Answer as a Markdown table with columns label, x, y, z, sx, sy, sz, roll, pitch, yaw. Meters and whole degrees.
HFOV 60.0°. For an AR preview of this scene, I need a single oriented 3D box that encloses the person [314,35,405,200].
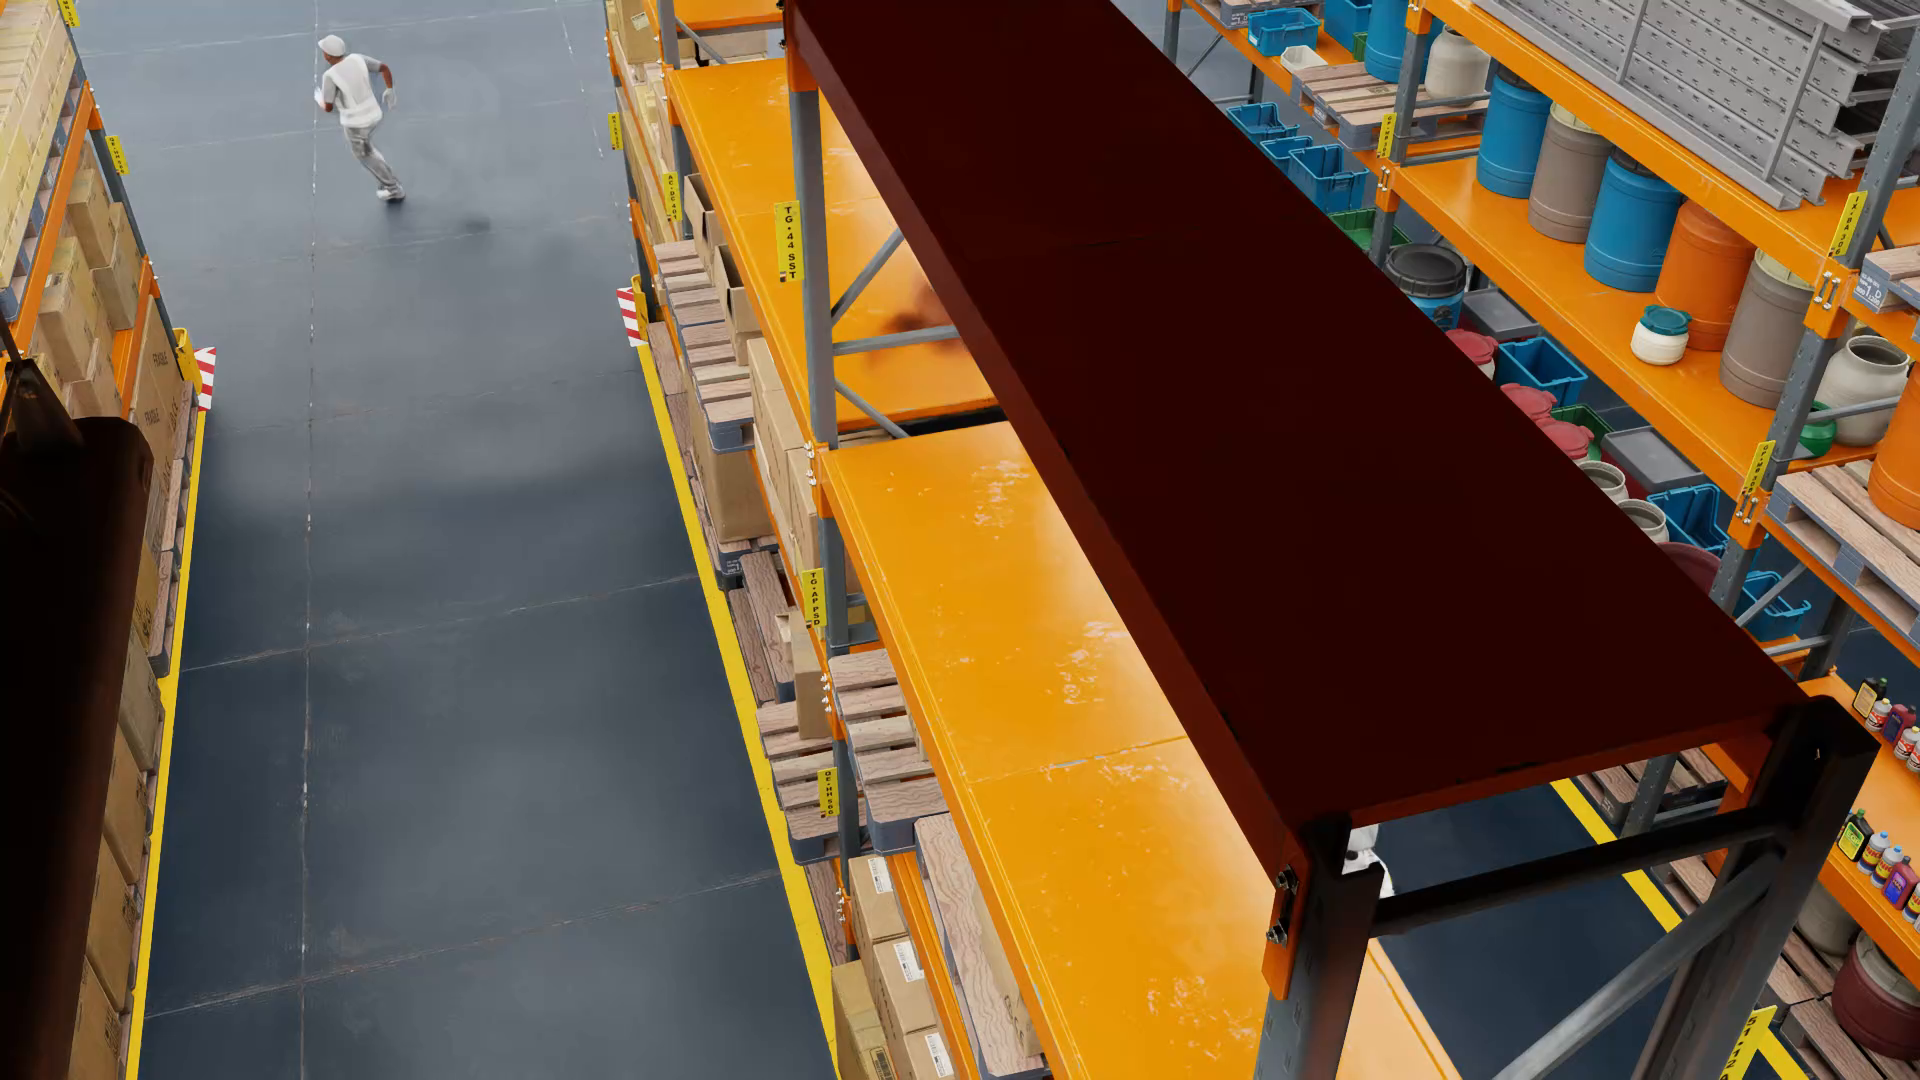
| label | x | y | z | sx | sy | sz | roll | pitch | yaw |
| --- | --- | --- | --- | --- | --- | --- | --- | --- | --- |
| person | -6.114 | -4.280 | 16.818 | 0.716 | 1.724 | 0.730 | 15 | 41 | 18 |

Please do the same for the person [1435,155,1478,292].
| label | x | y | z | sx | sy | sz | roll | pitch | yaw |
| --- | --- | --- | --- | --- | --- | --- | --- | --- | --- |
| person | 4.489 | -2.622 | 14.789 | 0.642 | 1.722 | 0.948 | -4 | 39 | -5 |

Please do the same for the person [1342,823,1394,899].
| label | x | y | z | sx | sy | sz | roll | pitch | yaw |
| --- | --- | --- | --- | --- | --- | --- | --- | --- | --- |
| person | 1.855 | 2.000 | 8.457 | 0.573 | 1.738 | 0.792 | -5 | 39 | -6 |
